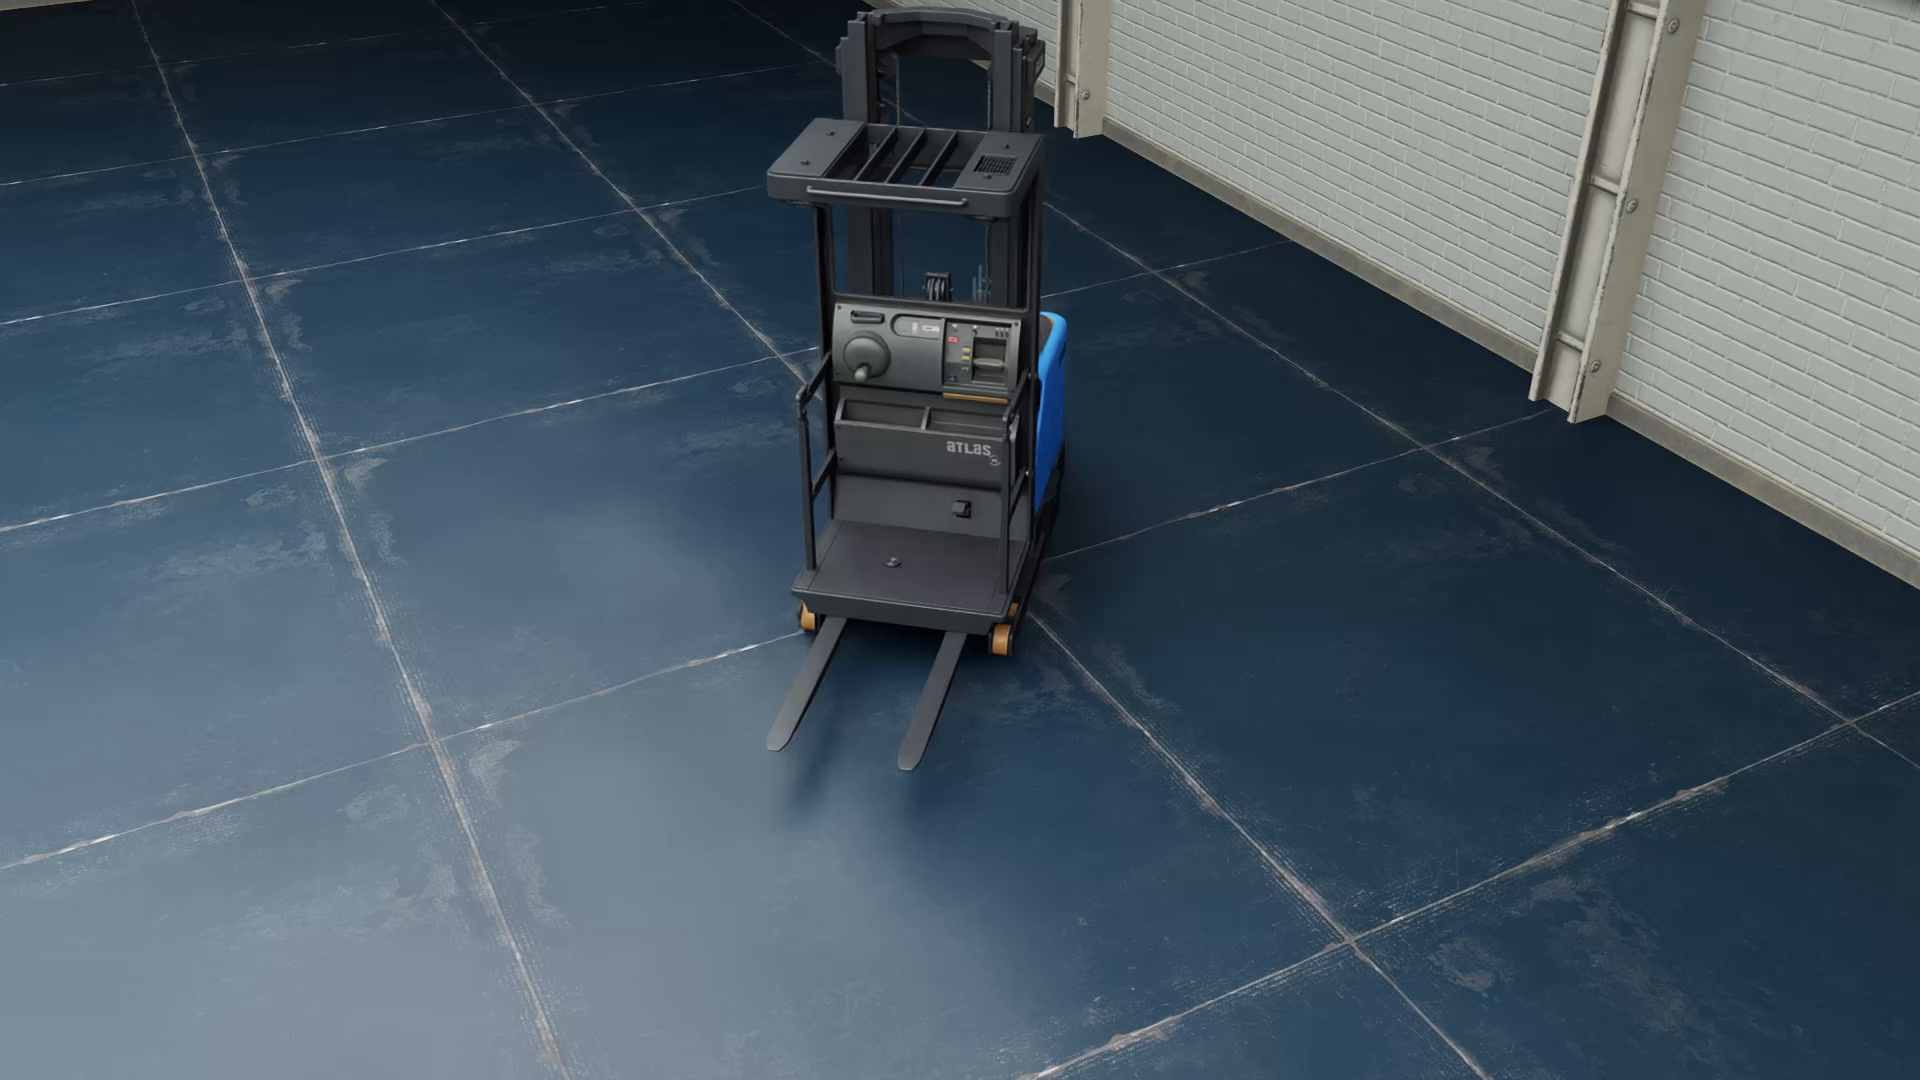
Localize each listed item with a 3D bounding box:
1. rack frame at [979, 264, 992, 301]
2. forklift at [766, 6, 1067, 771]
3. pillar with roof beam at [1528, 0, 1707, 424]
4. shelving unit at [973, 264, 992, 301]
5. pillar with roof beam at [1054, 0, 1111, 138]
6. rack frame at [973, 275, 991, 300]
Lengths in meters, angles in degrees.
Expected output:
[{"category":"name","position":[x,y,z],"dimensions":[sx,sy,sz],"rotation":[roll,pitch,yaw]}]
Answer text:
[{"category":"rack frame","position":[0.224,-1.050,9.795],"dimensions":[0.240,1.200,0.006],"rotation":[6,31,9]},{"category":"forklift","position":[-0.209,-0.874,7.915],"dimensions":[1.130,2.935,3.031],"rotation":[7,33,10]},{"category":"pillar with roof beam","position":[0.071,-3.566,6.494],"dimensions":[9.100,9.000,0.400],"rotation":[-16,36,-23]},{"category":"shelving unit","position":[0.207,-1.004,9.718],"dimensions":[0.258,1.200,0.189],"rotation":[6,31,9]},{"category":"pillar with roof beam","position":[-2.726,-6.430,10.963],"dimensions":[9.100,9.000,0.400],"rotation":[-16,36,-23]},{"category":"rack frame","position":[0.190,-0.959,9.640],"dimensions":[0.240,1.200,0.006],"rotation":[6,31,9]}]
